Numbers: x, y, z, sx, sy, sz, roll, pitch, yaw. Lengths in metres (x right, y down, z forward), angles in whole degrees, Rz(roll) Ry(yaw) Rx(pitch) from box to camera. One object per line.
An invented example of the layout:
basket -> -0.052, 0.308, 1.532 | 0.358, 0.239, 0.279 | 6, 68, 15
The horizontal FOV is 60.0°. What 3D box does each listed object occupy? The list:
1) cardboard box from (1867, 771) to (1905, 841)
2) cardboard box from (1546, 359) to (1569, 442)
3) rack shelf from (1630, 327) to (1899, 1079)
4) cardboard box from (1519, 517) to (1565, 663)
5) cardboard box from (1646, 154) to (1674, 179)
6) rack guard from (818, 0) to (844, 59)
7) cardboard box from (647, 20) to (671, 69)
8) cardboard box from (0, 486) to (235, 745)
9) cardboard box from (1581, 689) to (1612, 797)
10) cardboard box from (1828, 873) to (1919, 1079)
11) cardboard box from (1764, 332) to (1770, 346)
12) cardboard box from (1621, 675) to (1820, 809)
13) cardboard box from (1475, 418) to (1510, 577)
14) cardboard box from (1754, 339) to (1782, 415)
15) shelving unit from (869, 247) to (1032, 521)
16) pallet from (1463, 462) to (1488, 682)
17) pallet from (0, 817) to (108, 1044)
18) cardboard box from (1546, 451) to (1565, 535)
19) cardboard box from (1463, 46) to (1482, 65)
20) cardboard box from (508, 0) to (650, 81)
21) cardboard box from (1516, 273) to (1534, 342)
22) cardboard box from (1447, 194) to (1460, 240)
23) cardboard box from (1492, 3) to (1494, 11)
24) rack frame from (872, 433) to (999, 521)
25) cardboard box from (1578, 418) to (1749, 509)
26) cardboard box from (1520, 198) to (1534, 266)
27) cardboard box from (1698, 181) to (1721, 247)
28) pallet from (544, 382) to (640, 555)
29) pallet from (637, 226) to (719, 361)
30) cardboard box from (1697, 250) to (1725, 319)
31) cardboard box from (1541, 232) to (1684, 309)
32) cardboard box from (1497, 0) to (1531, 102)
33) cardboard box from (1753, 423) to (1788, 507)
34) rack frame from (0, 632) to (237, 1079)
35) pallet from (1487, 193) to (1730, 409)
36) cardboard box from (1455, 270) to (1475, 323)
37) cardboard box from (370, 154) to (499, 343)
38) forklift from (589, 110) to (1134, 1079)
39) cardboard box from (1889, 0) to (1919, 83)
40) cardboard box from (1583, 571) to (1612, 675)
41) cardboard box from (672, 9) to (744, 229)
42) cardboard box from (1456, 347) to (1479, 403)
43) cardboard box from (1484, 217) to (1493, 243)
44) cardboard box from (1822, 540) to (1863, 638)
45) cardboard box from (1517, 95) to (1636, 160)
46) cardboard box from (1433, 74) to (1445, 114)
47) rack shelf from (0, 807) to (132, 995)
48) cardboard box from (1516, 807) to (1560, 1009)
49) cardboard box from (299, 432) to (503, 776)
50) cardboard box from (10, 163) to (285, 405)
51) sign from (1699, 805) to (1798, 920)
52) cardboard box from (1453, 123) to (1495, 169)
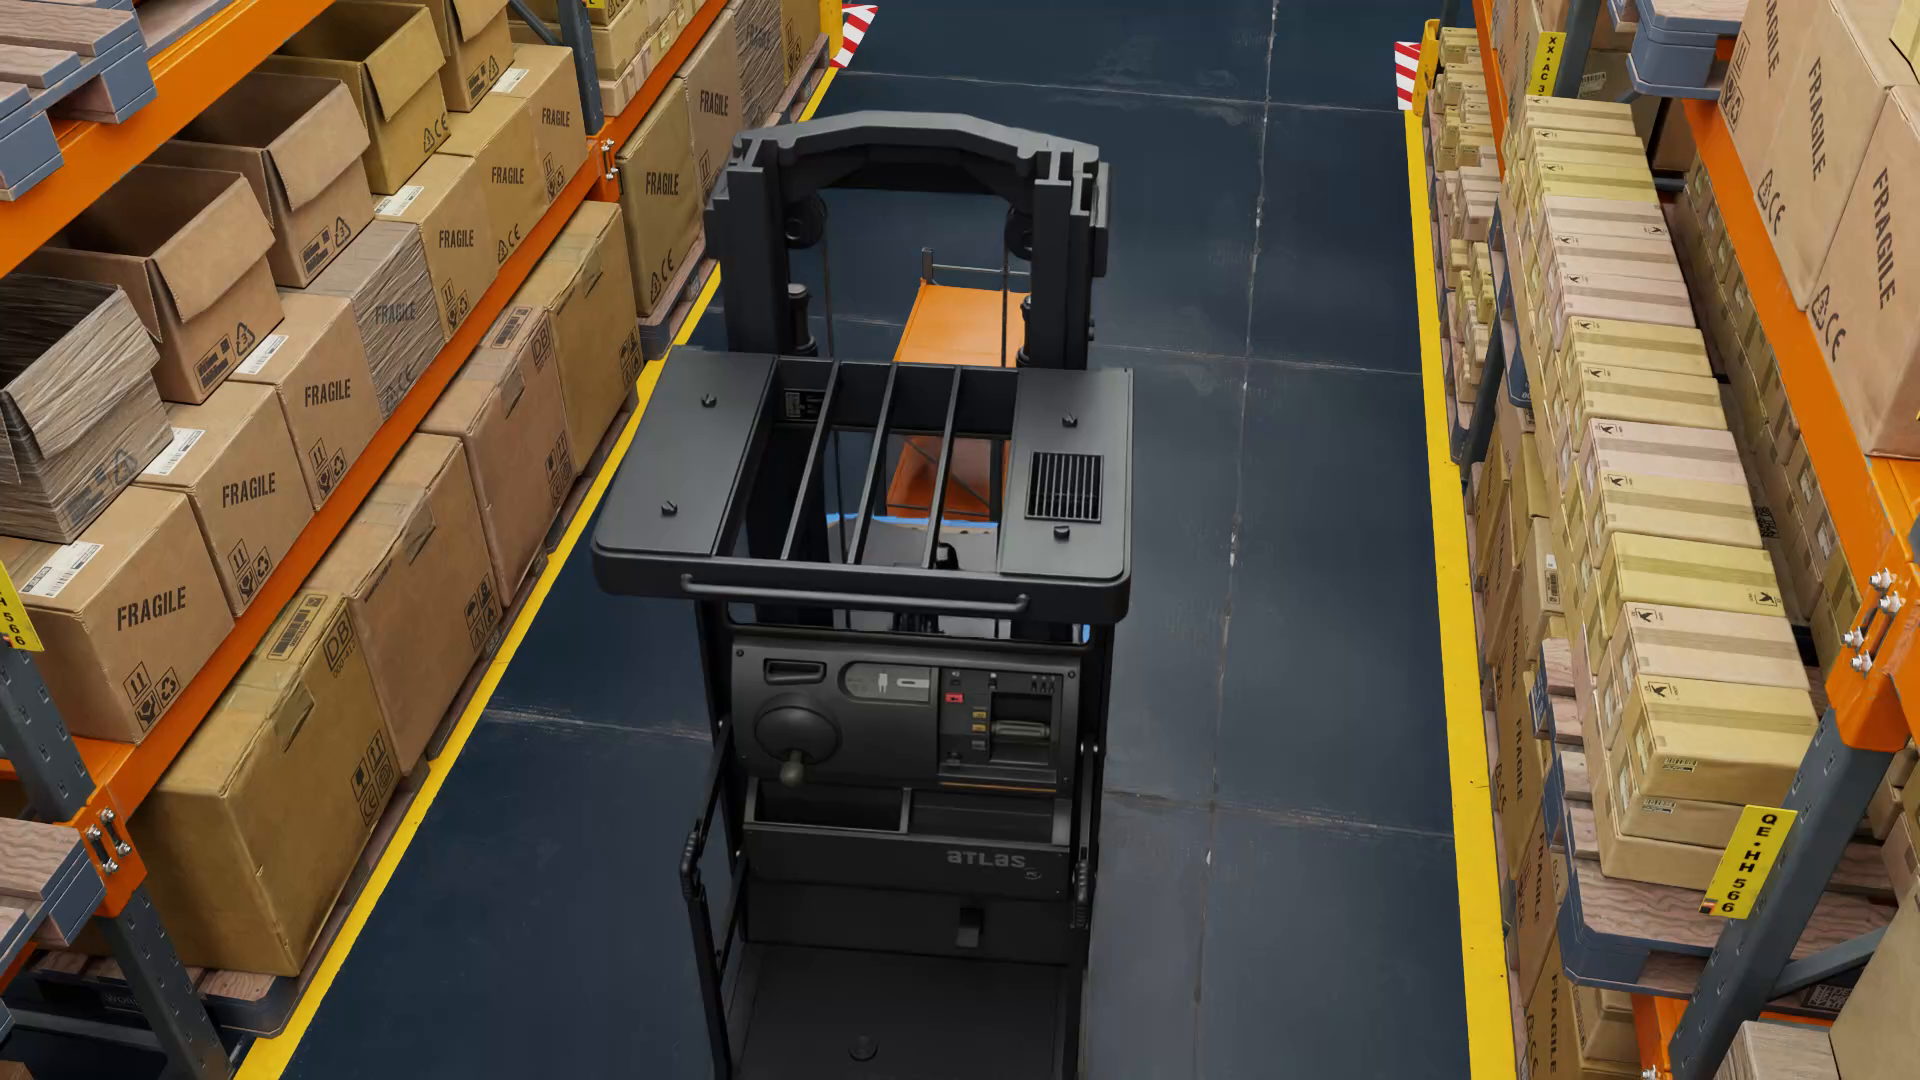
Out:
cardboard box -> 2.412, 0.616, 4.018 | 0.380, 0.149, 0.250 | 8, 40, 10
cardboard box -> 1.992, -0.404, 5.018 | 0.380, 0.149, 0.250 | 6, 40, 7
rack shelf -> 2.435, 0.130, 5.303 | 1.077, 0.370, 4.000 | 6, 40, 8
cardboard box -> 2.211, 0.199, 5.699 | 0.500, 0.250, 0.500 | 8, 40, 9
cardboard box -> 3.124, -1.617, 7.049 | 0.380, 0.149, 0.250 | 7, 40, 9
rack guard -> -1.390, -3.575, 11.181 | 1.175, 0.500, 0.348 | 6, 40, 8
cardboard box -> -1.617, -2.395, 7.990 | 0.380, 0.149, 0.250 | 8, 40, 9
cardboard box -> -2.426, 0.184, 4.595 | 0.500, 0.500, 0.500 | 8, 40, 9
cardboard box -> 1.767, 0.527, 4.126 | 0.380, 0.149, 0.250 | 6, 40, 8
cardboard box -> 2.002, 0.965, 2.866 | 0.700, 0.500, 0.500 | 6, 40, 7
cardboard box -> 2.678, -0.605, 5.029 | 0.380, 0.149, 0.250 | 5, 40, 6
cardboard box -> 1.723, 0.456, 3.745 | 0.380, 0.149, 0.250 | 5, 40, 6
cardboard box -> 2.392, -0.166, 6.729 | 0.500, 0.500, 0.500 | 8, 40, 9
cardboard box -> 2.683, -0.483, 5.114 | 0.380, 0.149, 0.250 | 7, 40, 8
shelving unit -> 0.001, -0.438, 6.897 | 0.538, 1.125, 1.048 | 6, 40, 8
pallet -> 2.648, 0.161, 6.889 | 1.003, 0.211, 1.213 | 6, 40, 8
pallet -> -2.797, 1.031, 3.800 | 1.213, 0.211, 1.003 | 6, 40, 8
cardboard box -> 1.949, -0.121, 4.910 | 0.380, 0.149, 0.250 | 8, 40, 9
cardboard box -> 3.119, -2.727, 9.635 | 0.380, 0.149, 0.250 | 7, 40, 8
cardboard box -> -1.747, -2.335, 7.605 | 0.500, 0.250, 0.500 | 6, 40, 7
cardboard box -> 2.126, -0.782, 5.710 | 0.380, 0.149, 0.250 | 7, 40, 8
cardboard box -> 2.813, -1.710, 8.872 | 0.380, 0.149, 0.250 | 6, 40, 8
cardboard box -> 2.875, -2.664, 8.315 | 0.380, 0.149, 0.250 | 8, 40, 9
rack frame -> -0.087, -0.119, 6.511 | 0.500, 1.125, 0.032 | 6, 40, 8
cardboard box -> 1.904, -0.185, 4.520 | 0.380, 0.149, 0.250 | 6, 40, 8
cardboard box -> 2.173, -1.060, 5.813 | 0.380, 0.149, 0.250 | 7, 40, 9
cardboard box -> 2.863, -1.145, 5.915 | 0.380, 0.149, 0.250 | 7, 40, 8
pallet -> -2.145, -0.445, 7.623 | 1.003, 0.211, 1.213 | 6, 40, 8
pallet -> -1.878, -1.406, 8.785 | 1.003, 0.211, 1.213 | 6, 40, 8
cardboard box -> 2.818, -0.877, 5.824 | 0.380, 0.149, 0.250 | 6, 40, 8
cardboard box -> 2.082, -0.847, 5.321 | 0.380, 0.149, 0.250 | 6, 40, 7
cardboard box -> 2.678, -2.216, 7.264 | 0.500, 0.500, 0.500 | 5, 40, 6
cardboard box -> 2.639, -0.211, 5.019 | 0.380, 0.149, 0.250 | 5, 40, 6
rack frame -> -2.778, 0.498, 4.294 | 1.000, 3.000, 0.127 | 6, 40, 8
pallet -> 2.506, -0.865, 6.092 | 1.003, 0.211, 1.213 | 6, 40, 8
cardboard box -> 2.587, -1.154, 7.966 | 0.380, 0.149, 0.250 | 5, 40, 6
cardboard box -> -2.074, -1.089, 6.135 | 0.500, 0.500, 0.500 | 6, 40, 7
forklift -> -0.166, 0.557, 4.276 | 1.130, 2.935, 3.031 | 3, 40, 4
cardboard box -> 1.977, -0.987, 3.057 | 0.396, 0.266, 0.258 | 6, 40, 8
cardboard box -> 1.814, 0.235, 4.246 | 0.380, 0.149, 0.250 | 7, 40, 9
cardboard box -> -1.737, -2.326, 9.047 | 0.875, 0.875, 0.875 | 6, 40, 8
cardboard box -> 2.514, -0.749, 7.710 | 0.380, 0.149, 0.250 | 7, 40, 8
cardboard box -> 2.750, -1.423, 8.057 | 0.380, 0.149, 0.250 | 8, 40, 9
cardboard box -> 2.502, 0.151, 4.348 | 0.380, 0.149, 0.250 | 7, 40, 8
cardboard box -> 2.260, -1.500, 6.111 | 0.380, 0.149, 0.250 | 8, 40, 10
cardboard box -> 3.068, -2.682, 10.048 | 0.380, 0.149, 0.250 | 7, 40, 9
rack shelf -> -3.124, 2.030, 3.005 | 1.077, 0.370, 4.000 | 6, 40, 8
cardboard box -> 2.039, 1.142, 5.146 | 0.500, 0.500, 0.500 | 8, 40, 9
cardboard box -> -2.477, 0.166, 6.034 | 1.225, 0.875, 0.875 | 7, 40, 8
cardboard box -> -2.520, -0.793, 4.989 | 0.797, 0.503, 0.637 | 7, 40, 9
sign -> 1.553, 0.639, 3.277 | 0.100, 0.325, 0.005 | 6, 40, 8
cardboard box -> 2.840, -2.085, 8.859 | 0.380, 0.149, 0.250 | 7, 40, 8
